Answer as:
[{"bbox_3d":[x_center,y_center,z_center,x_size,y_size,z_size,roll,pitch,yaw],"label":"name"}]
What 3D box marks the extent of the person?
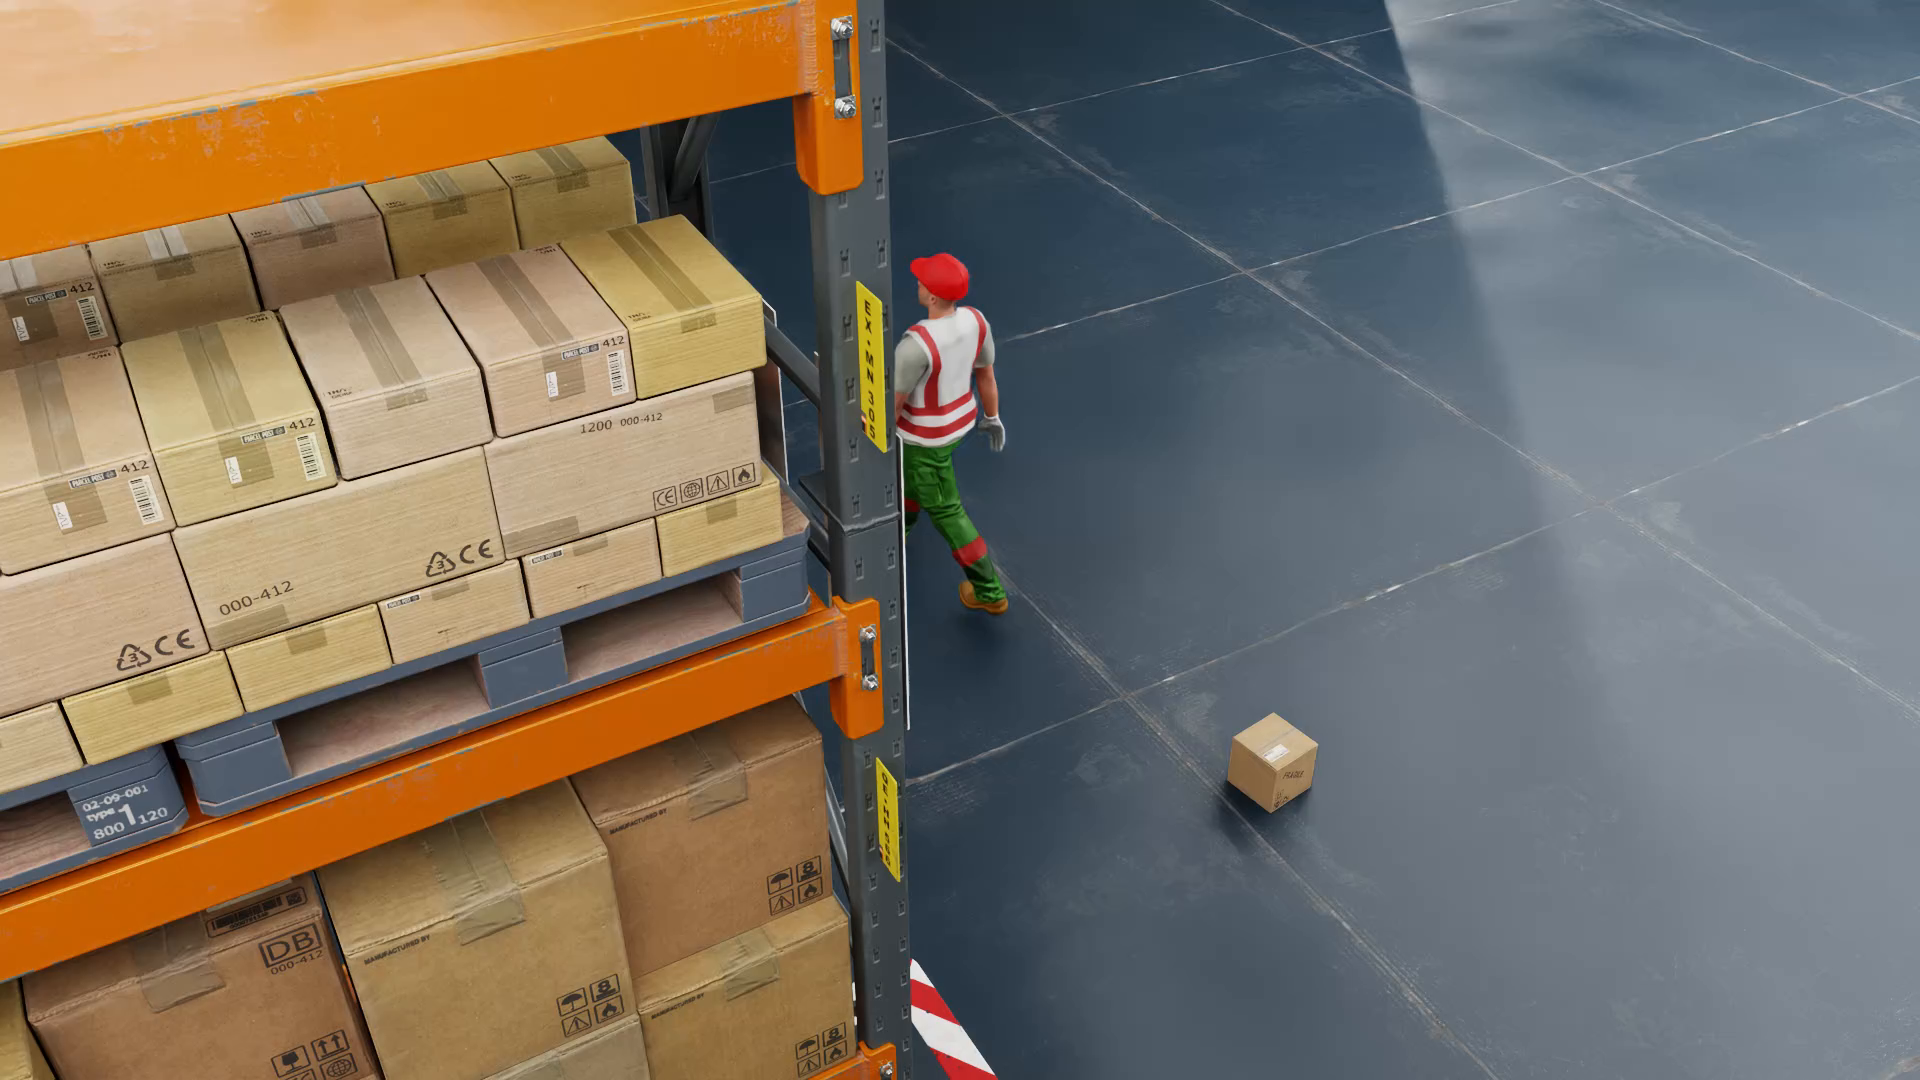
[{"bbox_3d":[-0.139,-0.537,7.647,1.099,1.738,0.584,27,44,31],"label":"person"}]
